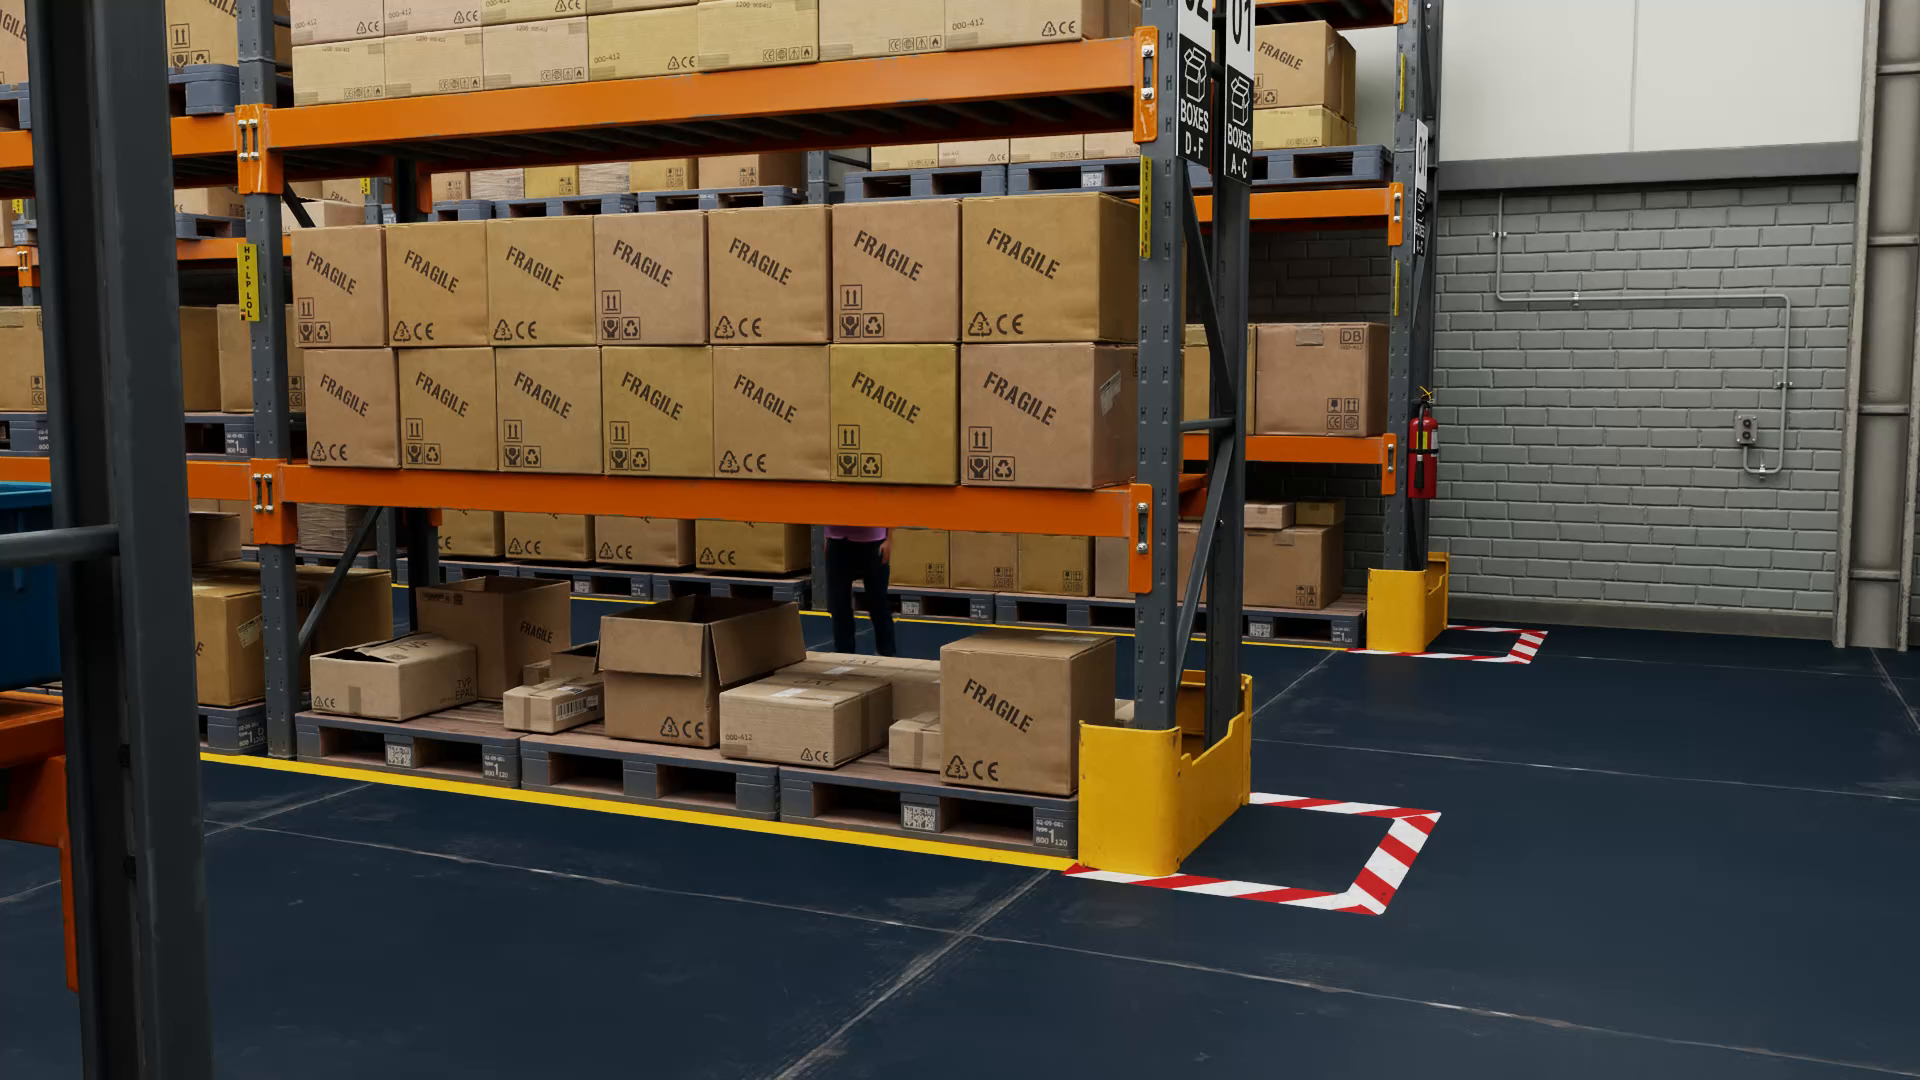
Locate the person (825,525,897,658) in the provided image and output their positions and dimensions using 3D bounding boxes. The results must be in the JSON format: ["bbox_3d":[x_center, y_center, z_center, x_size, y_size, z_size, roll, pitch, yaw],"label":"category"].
[{"bbox_3d":[-0.541,0.028,8.889,0.415,1.614,0.429,3,6,24],"label":"person"}]
